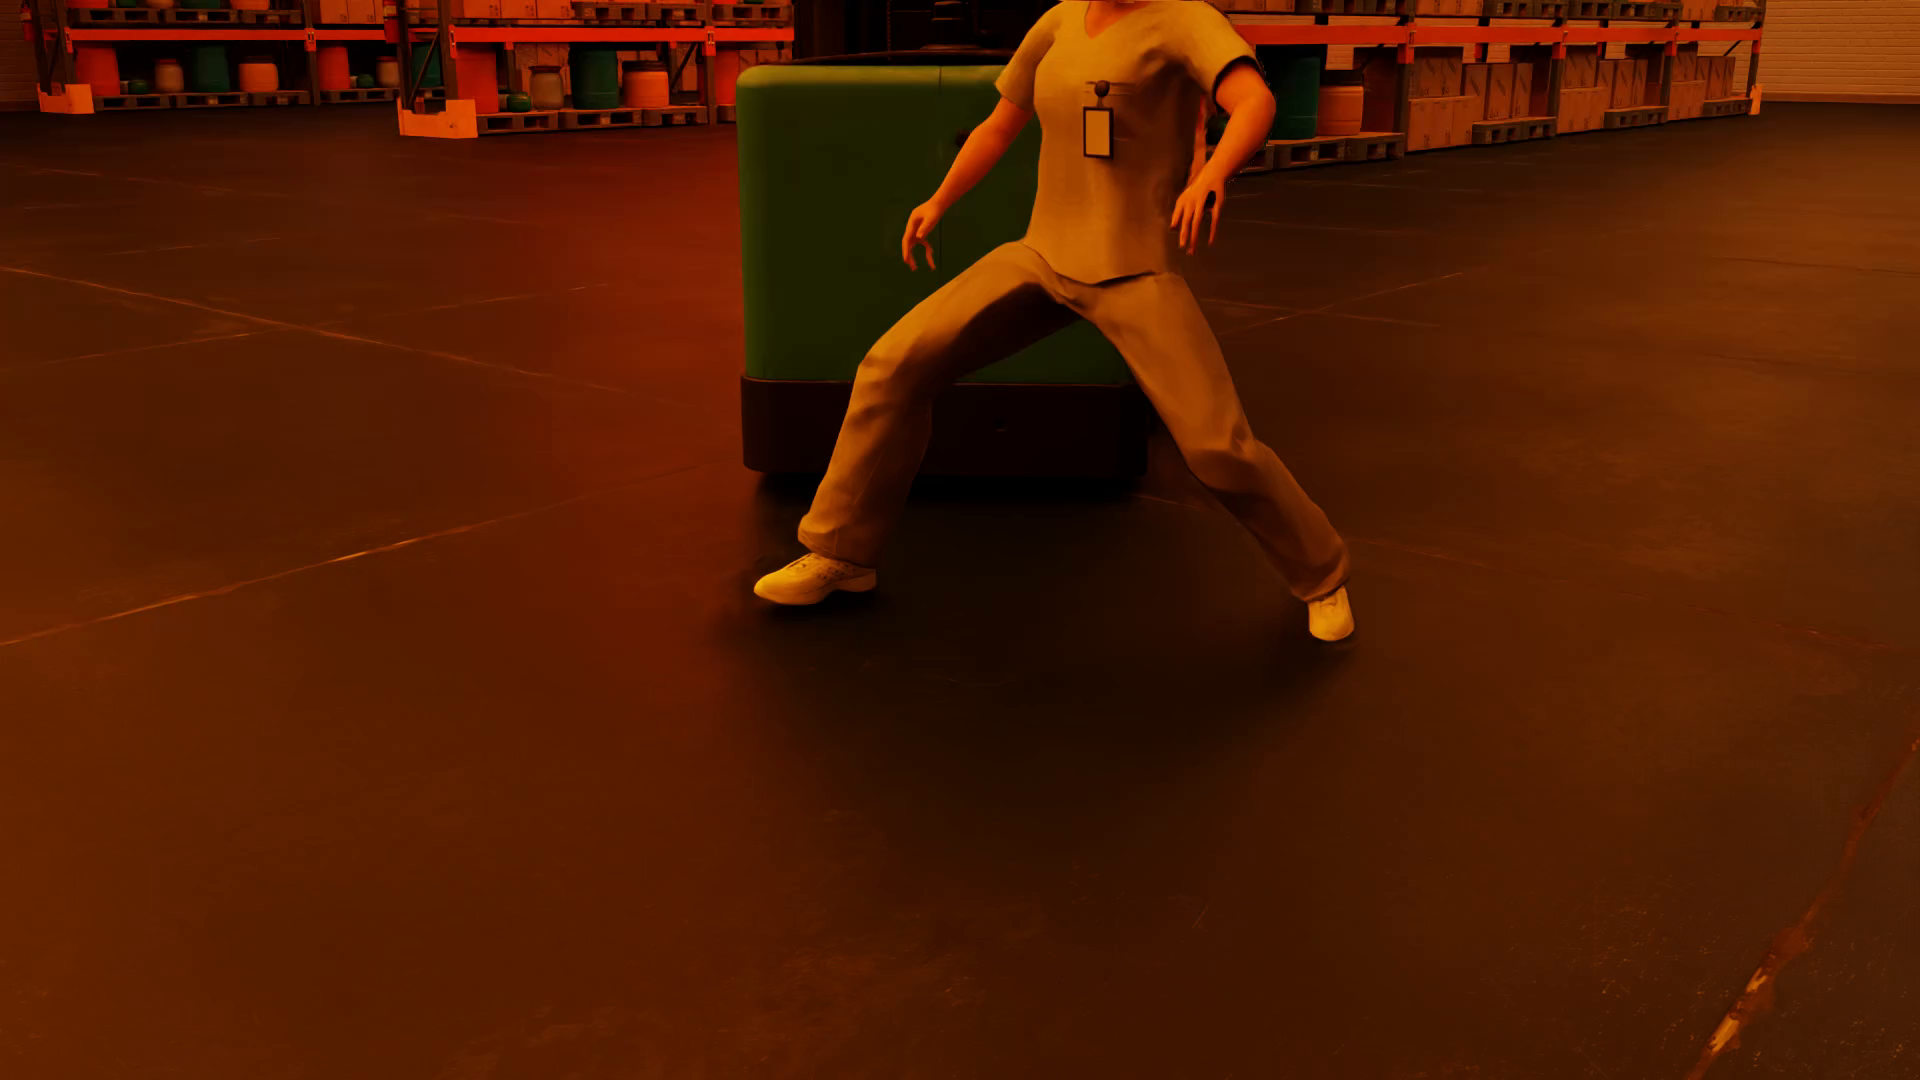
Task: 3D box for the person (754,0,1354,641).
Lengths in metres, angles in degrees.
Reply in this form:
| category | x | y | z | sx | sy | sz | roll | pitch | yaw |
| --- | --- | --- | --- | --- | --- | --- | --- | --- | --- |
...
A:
| category | x | y | z | sx | sy | sz | roll | pitch | yaw |
| --- | --- | --- | --- | --- | --- | --- | --- | --- | --- |
| person | 0.231 | -0.536 | 3.230 | 0.977 | 1.498 | 0.964 | 16 | 23 | 42 |

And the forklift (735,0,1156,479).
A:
| category | x | y | z | sx | sy | sz | roll | pitch | yaw |
| --- | --- | --- | --- | --- | --- | --- | --- | --- | --- |
| forklift | 0.050 | -1.935 | 5.270 | 1.130 | 2.935 | 3.031 | 1 | 17 | 4 |
